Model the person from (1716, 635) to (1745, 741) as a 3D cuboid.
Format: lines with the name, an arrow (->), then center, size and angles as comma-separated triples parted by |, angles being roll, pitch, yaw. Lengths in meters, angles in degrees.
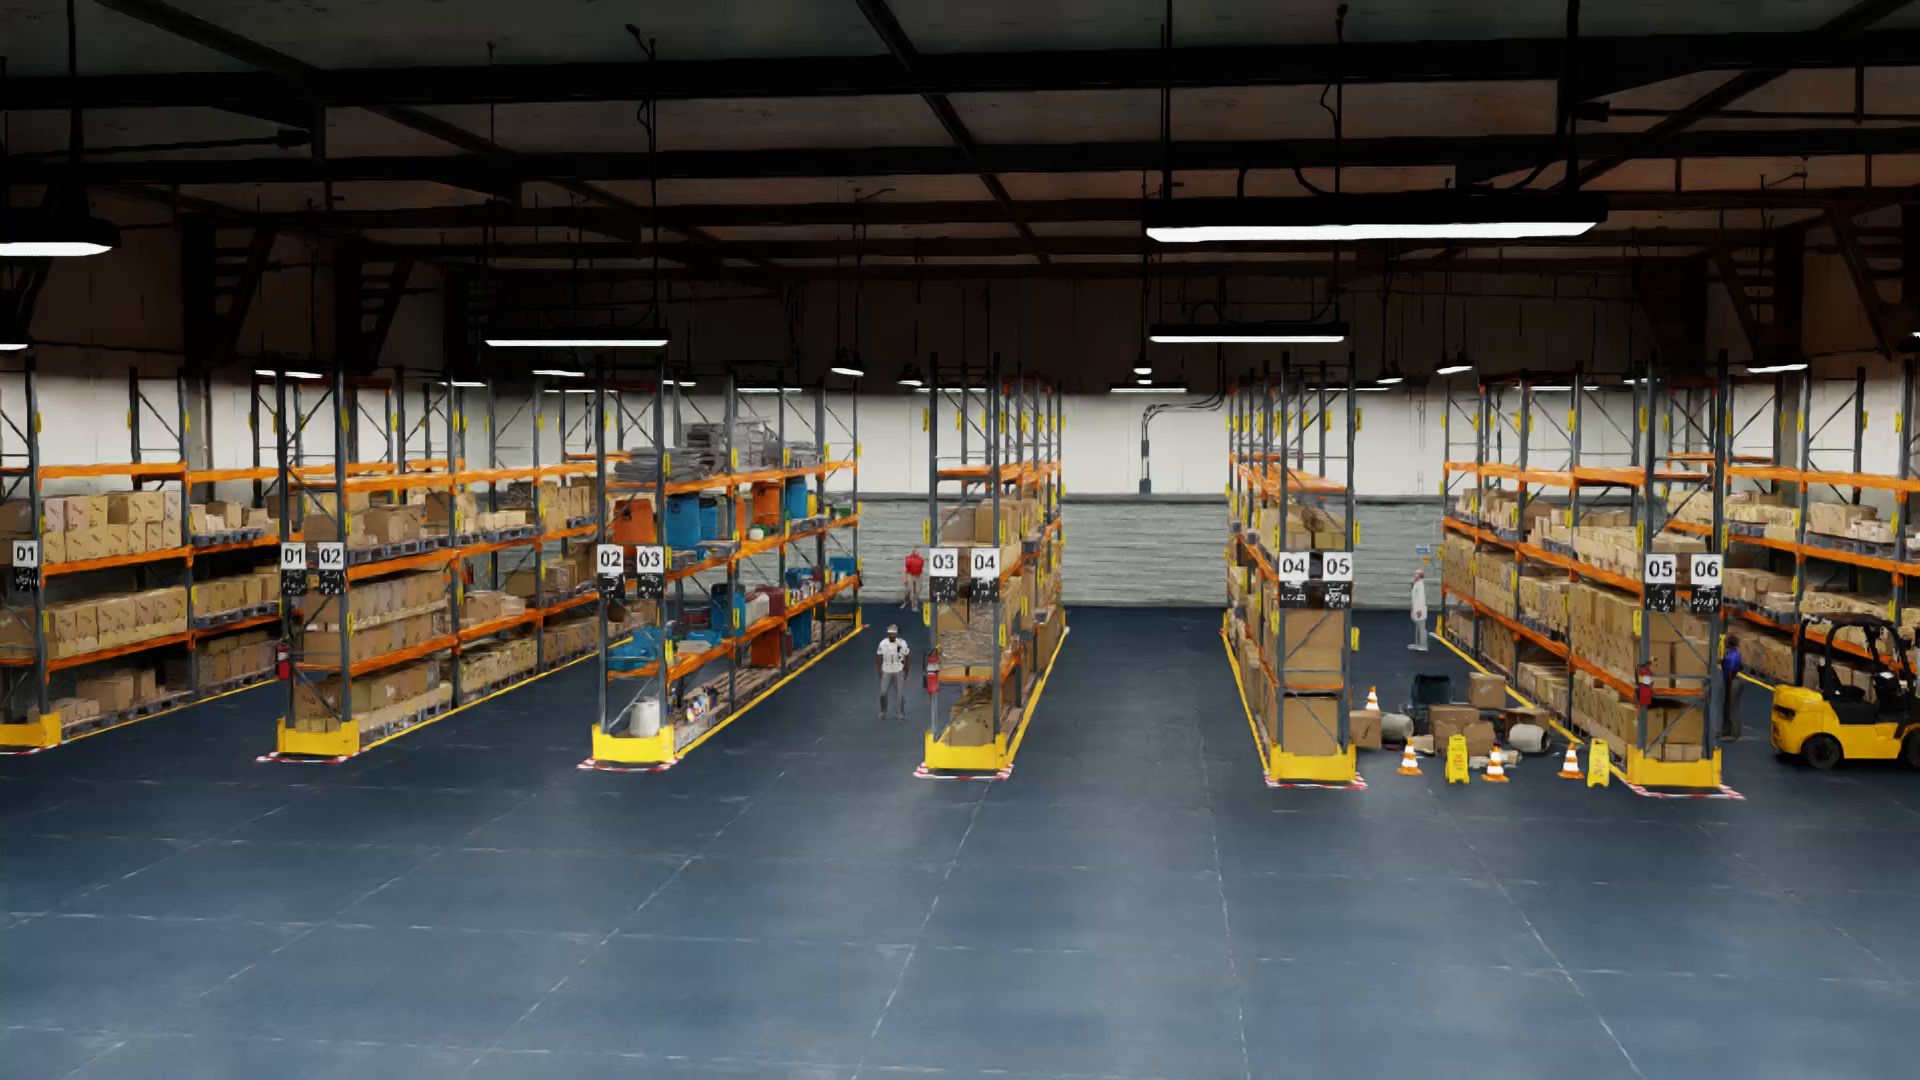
person -> 12.098, 2.314, 26.164 | 0.467, 1.661, 0.497 | 3, 5, 37

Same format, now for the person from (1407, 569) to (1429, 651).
person -> 10.065, 1.521, 36.474 | 0.442, 1.777, 0.697 | 1, 4, 13

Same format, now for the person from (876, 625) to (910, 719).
person -> -1.127, 2.213, 28.043 | 0.592, 1.629, 0.532 | 0, 4, 5

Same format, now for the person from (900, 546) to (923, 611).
person -> -1.288, 1.012, 44.375 | 0.592, 1.713, 0.569 | -2, 5, -29
